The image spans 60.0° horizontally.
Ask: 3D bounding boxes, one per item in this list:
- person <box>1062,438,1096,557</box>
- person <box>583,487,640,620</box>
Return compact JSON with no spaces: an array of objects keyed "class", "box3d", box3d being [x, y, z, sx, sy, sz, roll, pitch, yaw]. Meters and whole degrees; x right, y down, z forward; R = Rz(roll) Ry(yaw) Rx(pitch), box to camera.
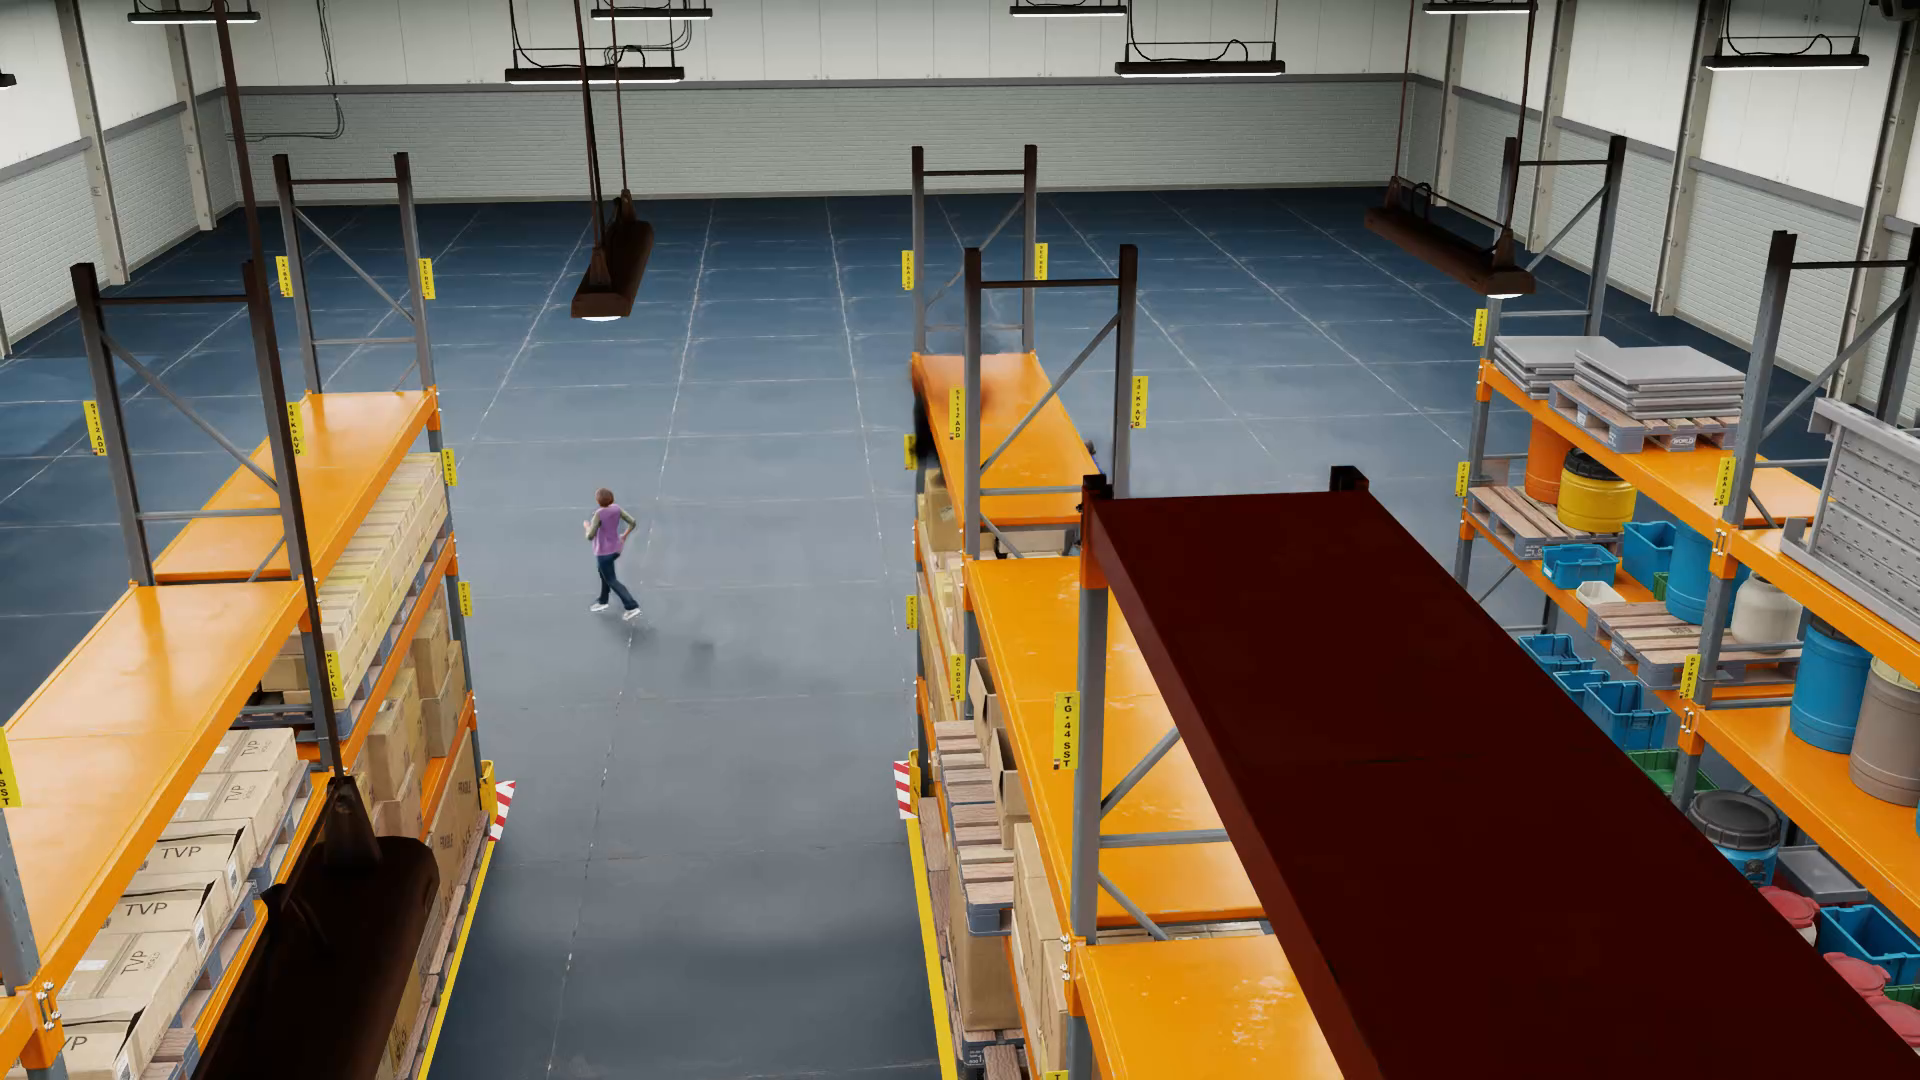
[{"class":"person","box3d":[1.549,-0.461,20.579,0.930,1.666,0.592,6,22,16]},{"class":"person","box3d":[-4.004,0.168,19.027,0.843,1.586,0.524,12,24,27]}]
